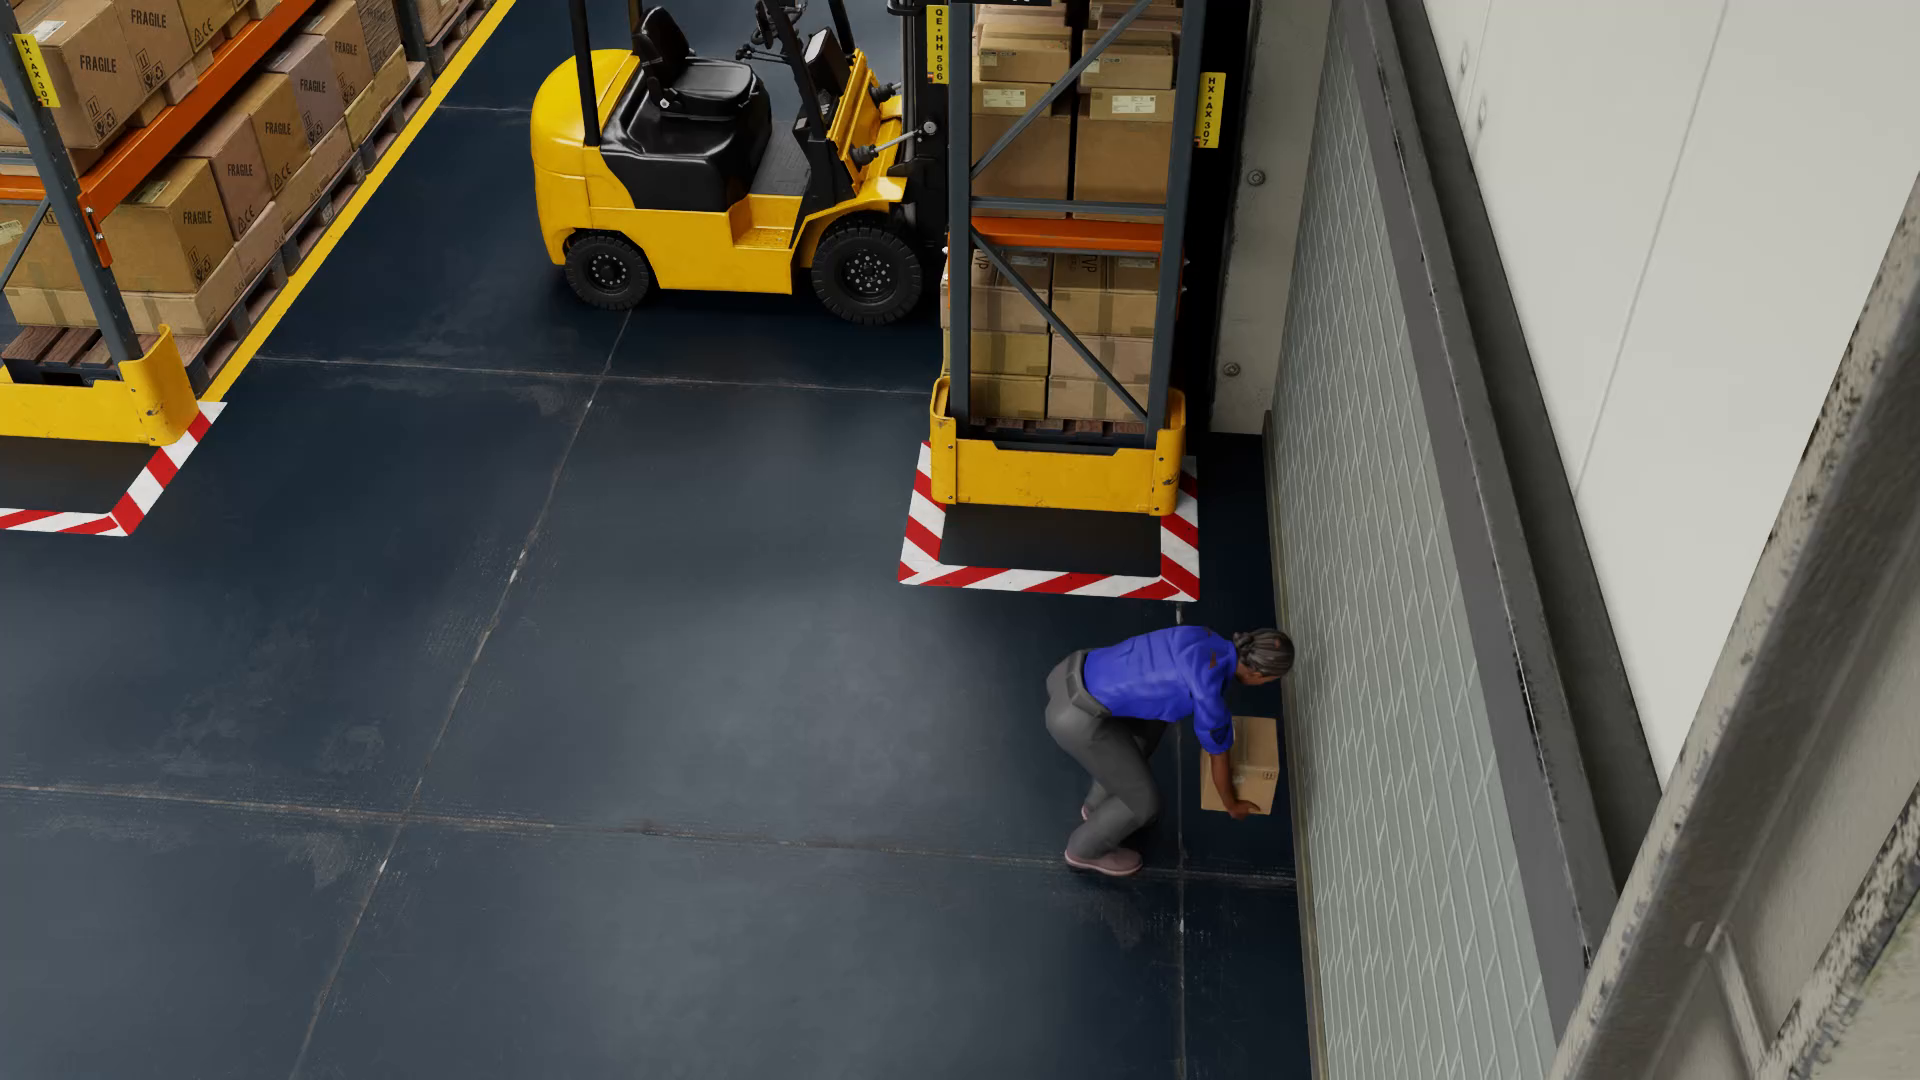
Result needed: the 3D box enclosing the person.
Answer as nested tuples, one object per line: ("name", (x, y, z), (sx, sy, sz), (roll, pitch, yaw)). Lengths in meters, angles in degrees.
("person", (0.731, 0.663, 5.966), (0.803, 1.283, 0.421), (2, 40, 2))
